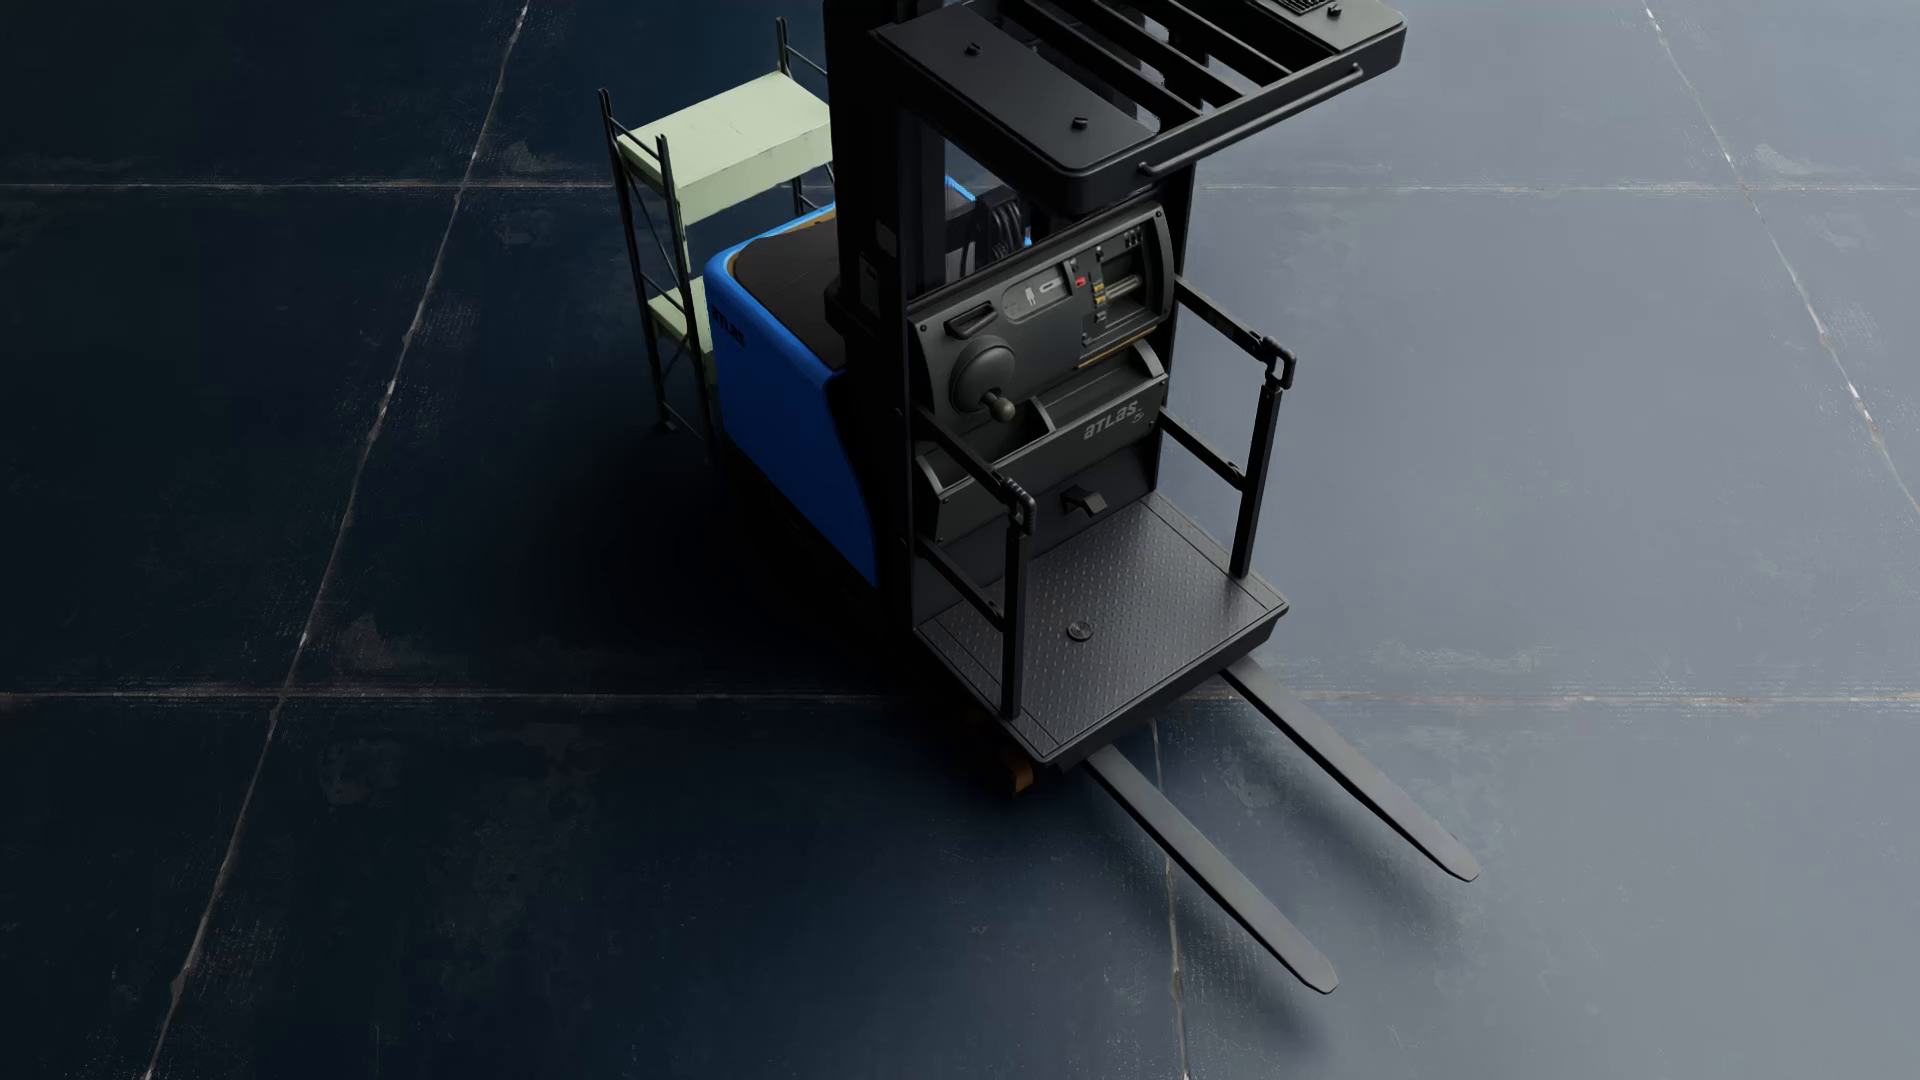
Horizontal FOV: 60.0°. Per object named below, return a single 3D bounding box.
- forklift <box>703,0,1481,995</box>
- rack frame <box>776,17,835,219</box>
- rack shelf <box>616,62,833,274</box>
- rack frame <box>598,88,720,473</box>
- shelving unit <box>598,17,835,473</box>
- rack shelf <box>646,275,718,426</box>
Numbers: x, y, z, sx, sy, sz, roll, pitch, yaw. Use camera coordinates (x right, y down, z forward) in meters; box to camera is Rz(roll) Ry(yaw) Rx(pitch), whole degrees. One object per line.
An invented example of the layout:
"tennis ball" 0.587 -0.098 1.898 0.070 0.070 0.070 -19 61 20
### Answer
"forklift" 0.393 -0.580 4.787 1.130 2.935 3.031 -29 53 -24
"rack frame" -0.514 -1.235 6.369 0.023 1.500 0.400 -31 53 -26
"rack shelf" -0.802 -1.336 5.930 0.720 0.370 0.431 -31 53 -26
"rack frame" -1.080 -0.896 6.053 0.023 1.500 0.400 -31 53 -26
"shelving unit" -0.797 -1.066 6.211 0.755 1.500 0.431 -31 53 -26
"rack shelf" -0.793 -0.840 6.446 0.720 0.370 0.431 -31 53 -26
